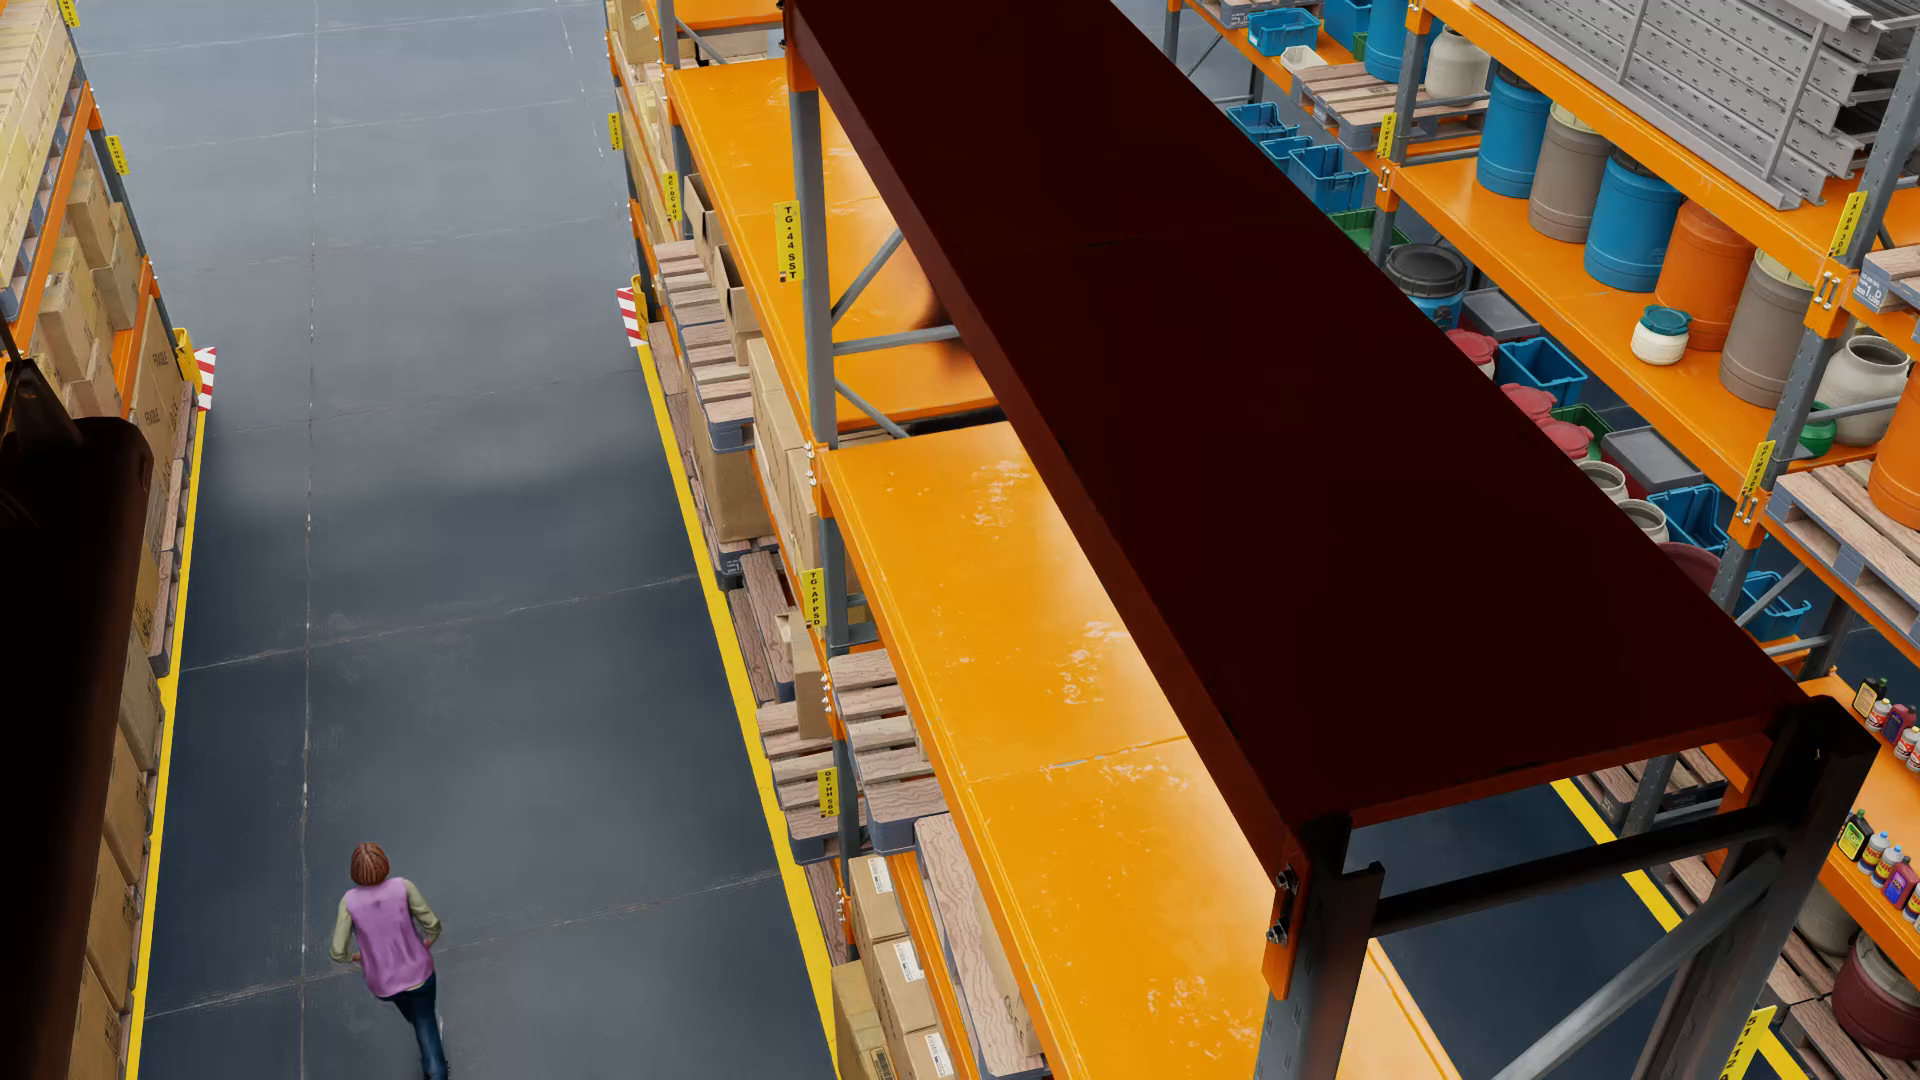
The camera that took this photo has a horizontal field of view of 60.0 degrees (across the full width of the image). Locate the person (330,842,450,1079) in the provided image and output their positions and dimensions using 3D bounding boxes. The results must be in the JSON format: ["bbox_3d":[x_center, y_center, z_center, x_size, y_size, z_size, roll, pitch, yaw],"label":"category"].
[{"bbox_3d":[-2.890,2.367,8.666,0.547,1.520,0.855,-19,42,-22],"label":"person"}]
